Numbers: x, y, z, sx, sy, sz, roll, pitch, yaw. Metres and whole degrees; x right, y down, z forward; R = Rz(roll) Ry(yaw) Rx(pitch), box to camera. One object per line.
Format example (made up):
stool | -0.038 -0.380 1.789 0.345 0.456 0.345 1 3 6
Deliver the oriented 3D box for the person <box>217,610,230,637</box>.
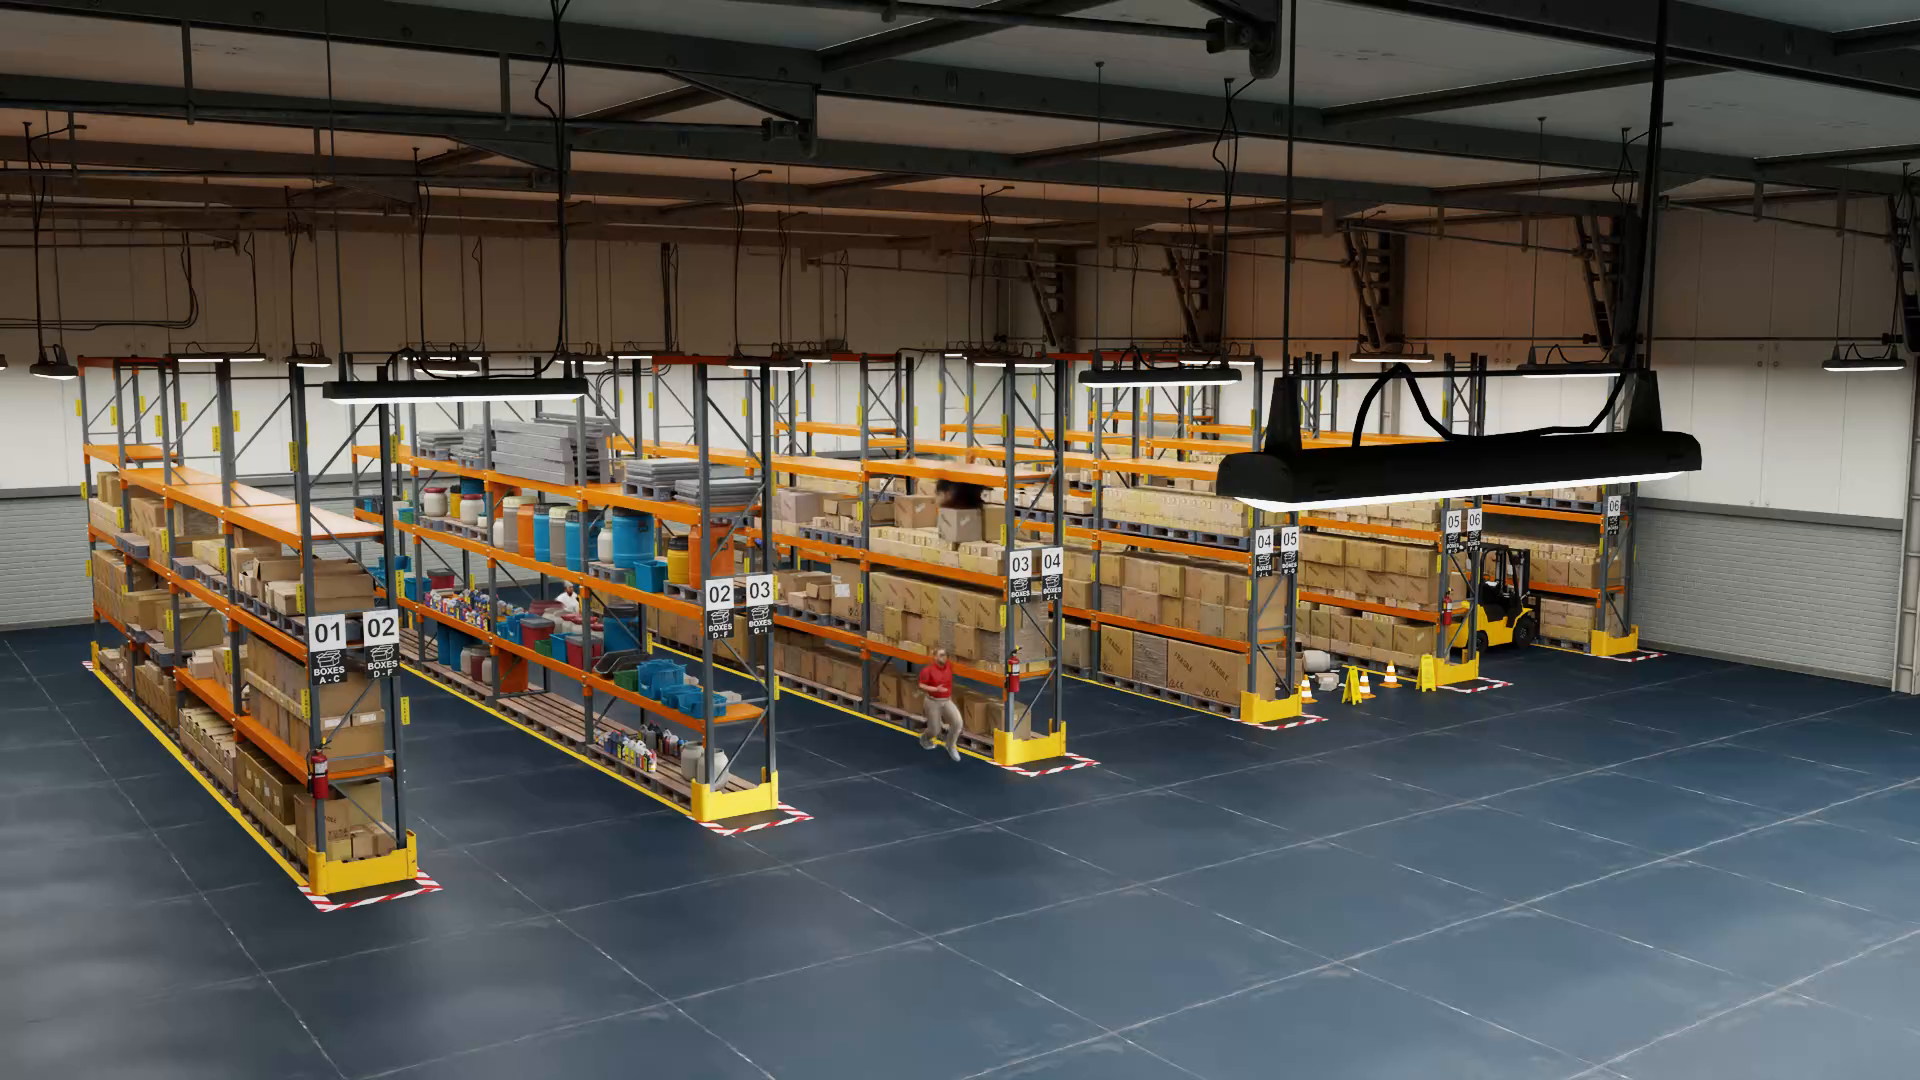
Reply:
person | -14.799 1.482 33.394 0.516 1.623 0.638 2 7 16

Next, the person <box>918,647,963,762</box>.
person | -0.330 2.390 24.412 0.684 1.669 0.837 -4 8 -32

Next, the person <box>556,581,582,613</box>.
person | -7.620 1.626 32.303 0.578 1.670 1.063 -6 9 -39

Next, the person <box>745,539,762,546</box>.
person | -5.249 0.526 41.459 0.738 1.671 0.641 -4 8 -30
